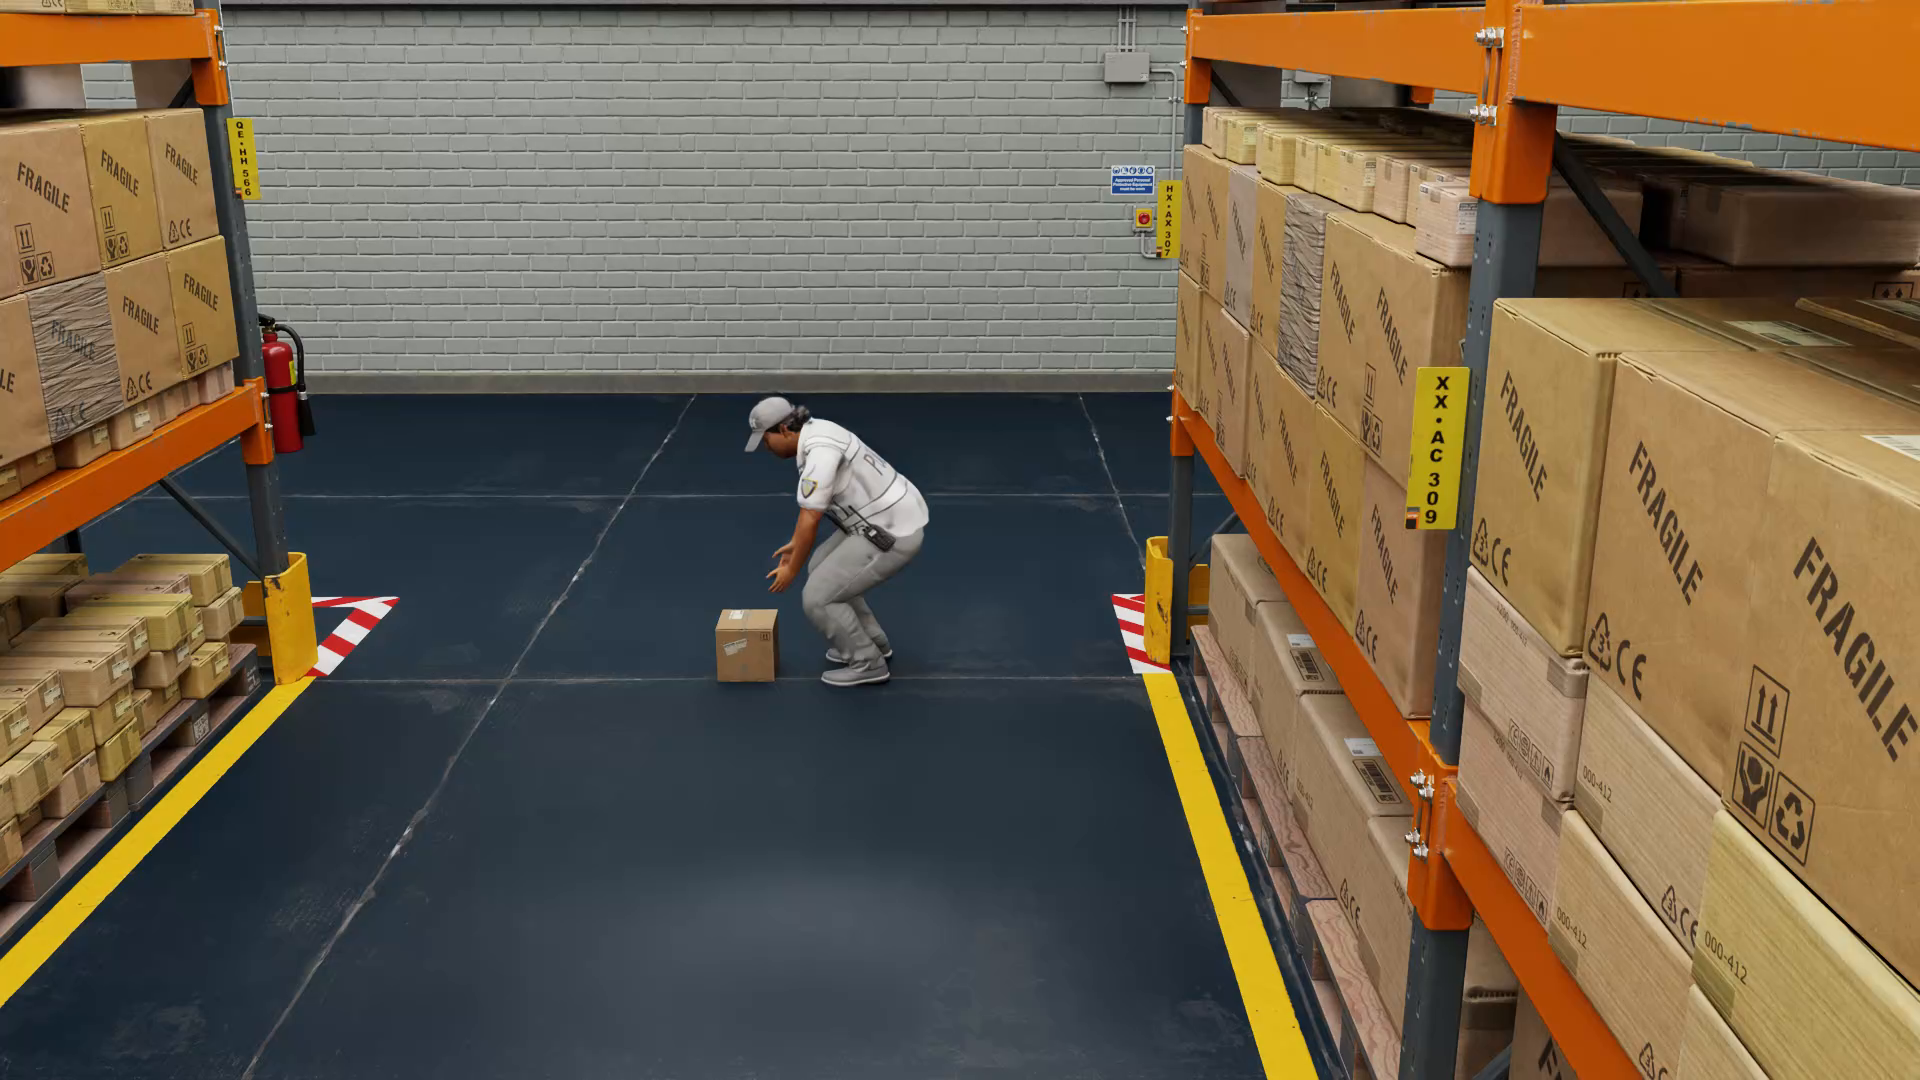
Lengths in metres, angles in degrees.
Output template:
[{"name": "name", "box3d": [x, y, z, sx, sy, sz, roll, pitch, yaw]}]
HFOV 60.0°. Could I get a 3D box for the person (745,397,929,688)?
[{"name": "person", "box3d": [-0.527, -0.004, 7.245, 0.786, 1.265, 0.540, 0, 17, -1]}]
